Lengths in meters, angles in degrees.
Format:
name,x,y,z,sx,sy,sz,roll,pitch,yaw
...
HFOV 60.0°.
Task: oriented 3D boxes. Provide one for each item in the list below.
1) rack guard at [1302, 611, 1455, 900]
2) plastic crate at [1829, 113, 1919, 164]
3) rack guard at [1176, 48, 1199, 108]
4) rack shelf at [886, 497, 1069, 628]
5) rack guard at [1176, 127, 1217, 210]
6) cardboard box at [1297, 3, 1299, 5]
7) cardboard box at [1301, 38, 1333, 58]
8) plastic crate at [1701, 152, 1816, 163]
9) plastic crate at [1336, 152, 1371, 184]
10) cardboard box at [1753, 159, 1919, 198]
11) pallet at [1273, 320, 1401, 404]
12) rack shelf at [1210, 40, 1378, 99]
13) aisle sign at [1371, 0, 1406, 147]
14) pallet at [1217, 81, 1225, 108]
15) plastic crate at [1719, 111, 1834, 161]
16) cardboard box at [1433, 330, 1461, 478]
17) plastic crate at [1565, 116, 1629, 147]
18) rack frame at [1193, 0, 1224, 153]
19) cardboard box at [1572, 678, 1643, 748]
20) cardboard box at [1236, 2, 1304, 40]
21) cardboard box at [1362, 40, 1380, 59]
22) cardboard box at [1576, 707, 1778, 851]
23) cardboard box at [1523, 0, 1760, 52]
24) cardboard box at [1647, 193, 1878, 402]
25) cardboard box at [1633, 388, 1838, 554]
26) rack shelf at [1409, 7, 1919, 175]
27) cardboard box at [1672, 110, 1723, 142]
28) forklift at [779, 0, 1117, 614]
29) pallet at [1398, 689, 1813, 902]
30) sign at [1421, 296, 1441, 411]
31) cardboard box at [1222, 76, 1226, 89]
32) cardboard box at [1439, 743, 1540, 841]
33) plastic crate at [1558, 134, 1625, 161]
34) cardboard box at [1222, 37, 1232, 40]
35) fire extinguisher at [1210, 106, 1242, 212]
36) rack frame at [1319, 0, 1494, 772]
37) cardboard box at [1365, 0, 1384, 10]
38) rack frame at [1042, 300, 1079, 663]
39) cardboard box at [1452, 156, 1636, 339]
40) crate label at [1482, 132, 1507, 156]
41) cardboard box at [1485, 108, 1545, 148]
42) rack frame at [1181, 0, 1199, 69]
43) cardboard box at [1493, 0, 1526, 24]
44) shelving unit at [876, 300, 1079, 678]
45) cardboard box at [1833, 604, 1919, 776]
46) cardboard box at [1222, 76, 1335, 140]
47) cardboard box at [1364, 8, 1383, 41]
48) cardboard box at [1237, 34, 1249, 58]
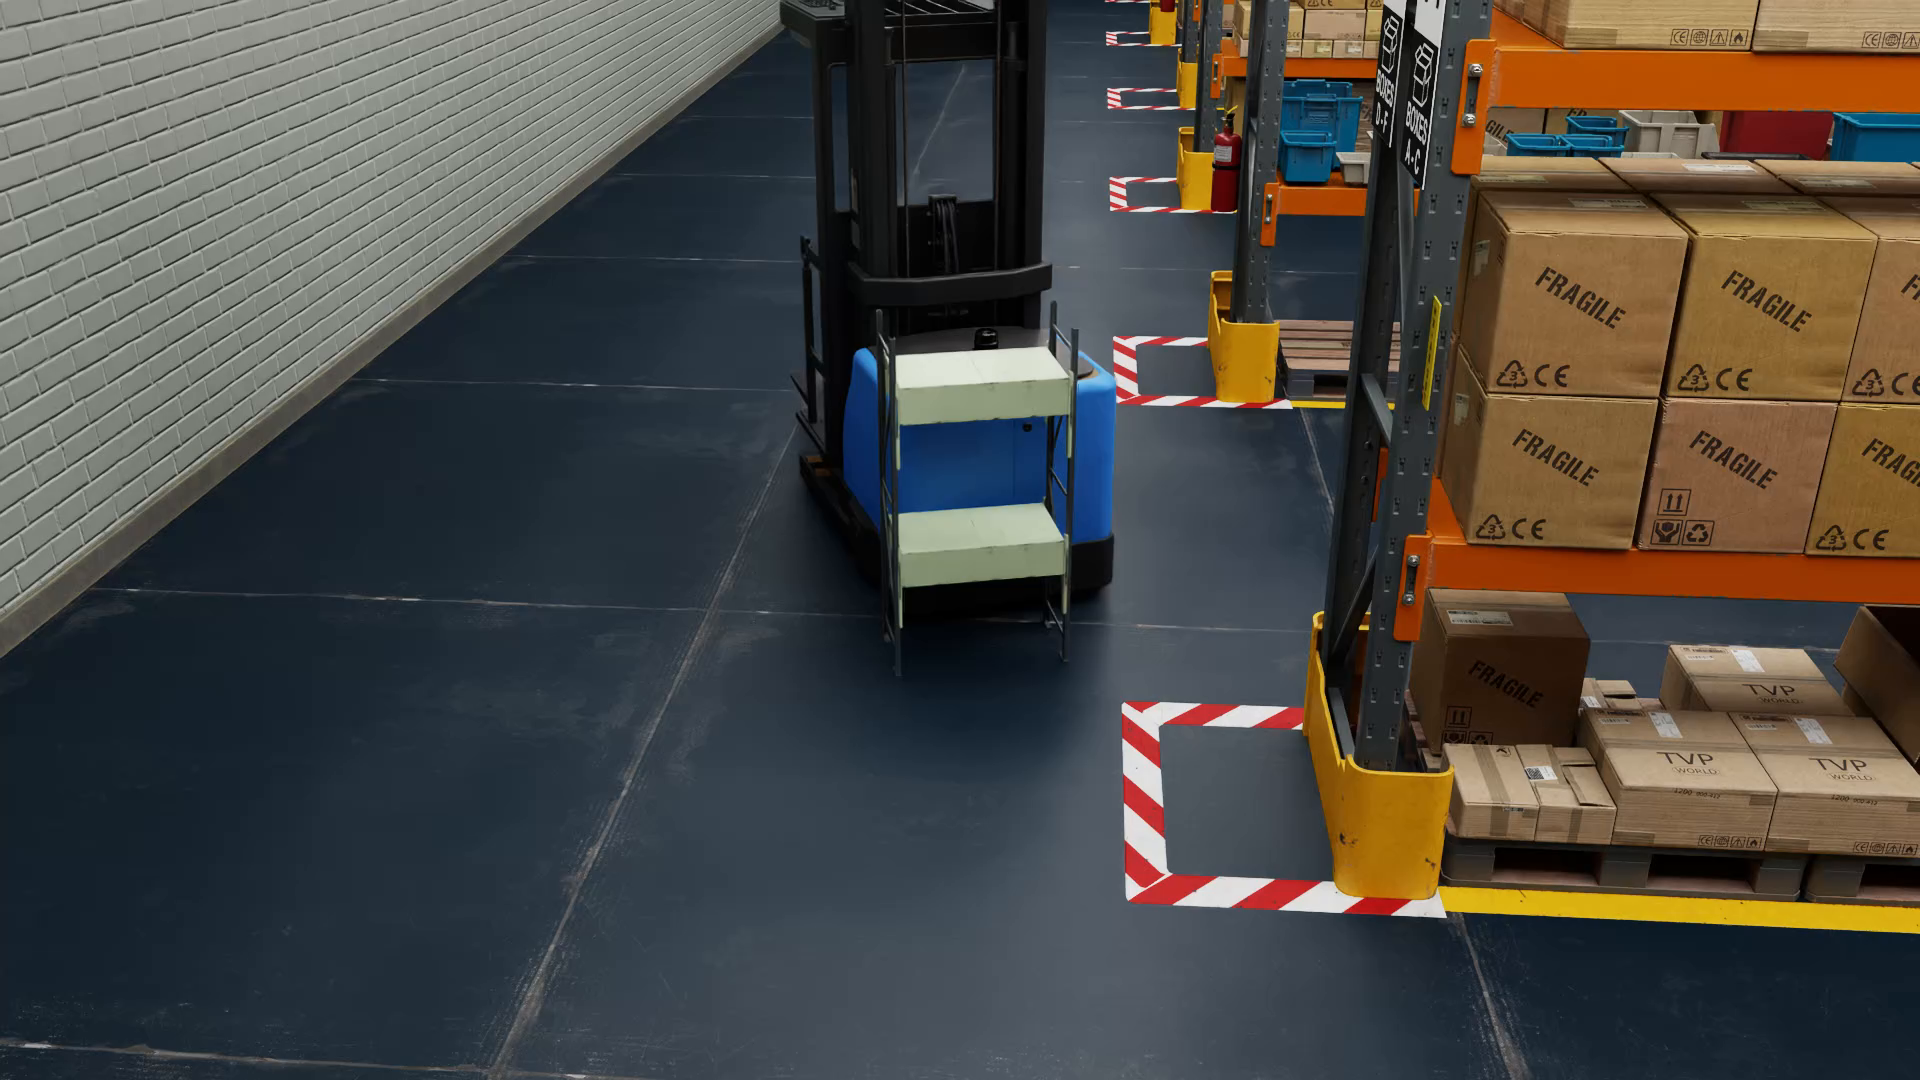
name,x,y,z,sx,sy,sz,roll,pitch,yaw
rack guard,1.509,0.754,6.104,0.348,0.500,1.175,2,25,4
plastic crate,5.313,-2.213,9.509,0.575,0.384,0.392,2,25,4
rack guard,2.751,-5.439,19.562,0.348,0.500,1.175,2,25,4
rack shelf,0.063,0.090,7.130,0.720,0.370,0.431,-4,25,-10
rack guard,2.171,-3.378,15.083,0.348,0.500,1.175,2,25,4
cardboard box,3.204,-4.658,14.699,0.500,0.250,0.500,1,25,3
cardboard box,3.035,-4.234,14.254,0.250,0.149,0.380,1,25,3
plastic crate,4.668,-2.146,9.674,0.590,0.125,0.437,2,25,4
plastic crate,2.350,-2.166,9.703,0.298,0.136,0.250,2,25,4
cardboard box,2.919,-0.953,5.508,0.500,0.500,0.500,3,25,5
pallet,2.635,-1.139,10.563,1.213,0.211,1.003,2,25,4
rack shelf,4.189,-4.122,14.570,4.000,0.370,1.077,2,25,4
aisle sign,1.388,-1.695,5.325,0.004,0.787,0.394,2,25,4
pallet,3.559,-5.267,19.534,1.213,0.211,1.003,2,25,4
plastic crate,4.933,-2.510,10.058,0.583,0.464,0.402,2,25,4
cardboard box,1.900,-0.528,5.781,0.500,0.500,0.500,3,25,6
plastic crate,3.883,-2.441,10.185,0.300,0.233,0.416,2,25,4
rack frame,2.195,-4.513,14.559,0.127,3.000,1.000,2,25,4
cardboard box,2.391,0.669,6.162,0.250,0.166,0.380,2,25,4
cardboard box,2.653,-4.452,14.250,0.500,0.250,0.500,1,25,3
cardboard box,3.549,-4.217,14.218,0.250,0.149,0.380,1,25,3
cardboard box,2.452,0.817,5.740,0.500,0.250,0.500,2,25,4
cardboard box,1.926,-1.556,4.725,0.500,0.250,0.500,2,25,4
cardboard box,2.377,-0.746,5.057,0.500,0.500,0.500,2,25,5
cardboard box,2.370,-0.291,5.265,0.500,0.500,0.500,2,25,3
rack shelf,3.427,-1.356,4.971,4.000,0.370,1.077,2,25,4
cardboard box,6.823,-3.598,14.611,0.875,0.875,1.225,2,25,4
forklift,-0.231,-1.592,8.294,1.130,2.935,3.031,-8,26,-16
pallet,2.304,0.911,6.109,1.213,0.211,1.003,2,25,4
sign,1.392,-0.551,4.914,0.005,0.325,0.100,2,25,4
cardboard box,3.174,-5.322,19.226,0.250,0.149,0.380,2,25,5
cardboard box,1.824,0.868,5.750,0.250,0.149,0.380,2,25,4
plastic crate,3.649,-2.203,9.667,0.300,0.233,0.416,2,25,4
cardboard box,3.223,-5.831,19.621,0.250,0.149,0.380,2,25,5
fire extinguisher,1.700,-2.438,10.589,0.183,0.674,0.296,2,25,4
rack frame,1.433,-0.384,5.586,0.127,3.000,1.000,2,25,4
cardboard box,3.669,-4.762,14.028,0.500,0.500,0.500,1,25,3
rack frame,0.422,-0.234,7.055,0.023,1.500,0.400,-4,25,-10
cardboard box,1.898,-0.984,5.575,0.500,0.500,0.500,2,25,4
crate label,3.210,-2.391,10.192,0.243,0.136,0.396,2,25,4
cardboard box,4.634,-3.693,14.818,0.875,0.875,0.875,2,25,4
rack frame,2.676,-6.577,19.045,0.127,3.000,1.000,2,25,4
cardboard box,1.965,-1.772,5.194,0.500,0.250,0.500,2,25,4
shelving unit,0.063,-0.206,6.993,0.755,1.500,0.431,-4,25,-10
cardboard box,3.548,0.620,5.864,0.637,0.503,0.797,2,25,4
cardboard box,2.839,-3.751,14.943,0.875,0.875,0.875,2,25,4
cardboard box,3.673,-4.420,14.182,0.500,0.250,0.500,1,25,2
cardboard box,2.524,-4.250,14.288,0.250,0.149,0.380,2,25,5
